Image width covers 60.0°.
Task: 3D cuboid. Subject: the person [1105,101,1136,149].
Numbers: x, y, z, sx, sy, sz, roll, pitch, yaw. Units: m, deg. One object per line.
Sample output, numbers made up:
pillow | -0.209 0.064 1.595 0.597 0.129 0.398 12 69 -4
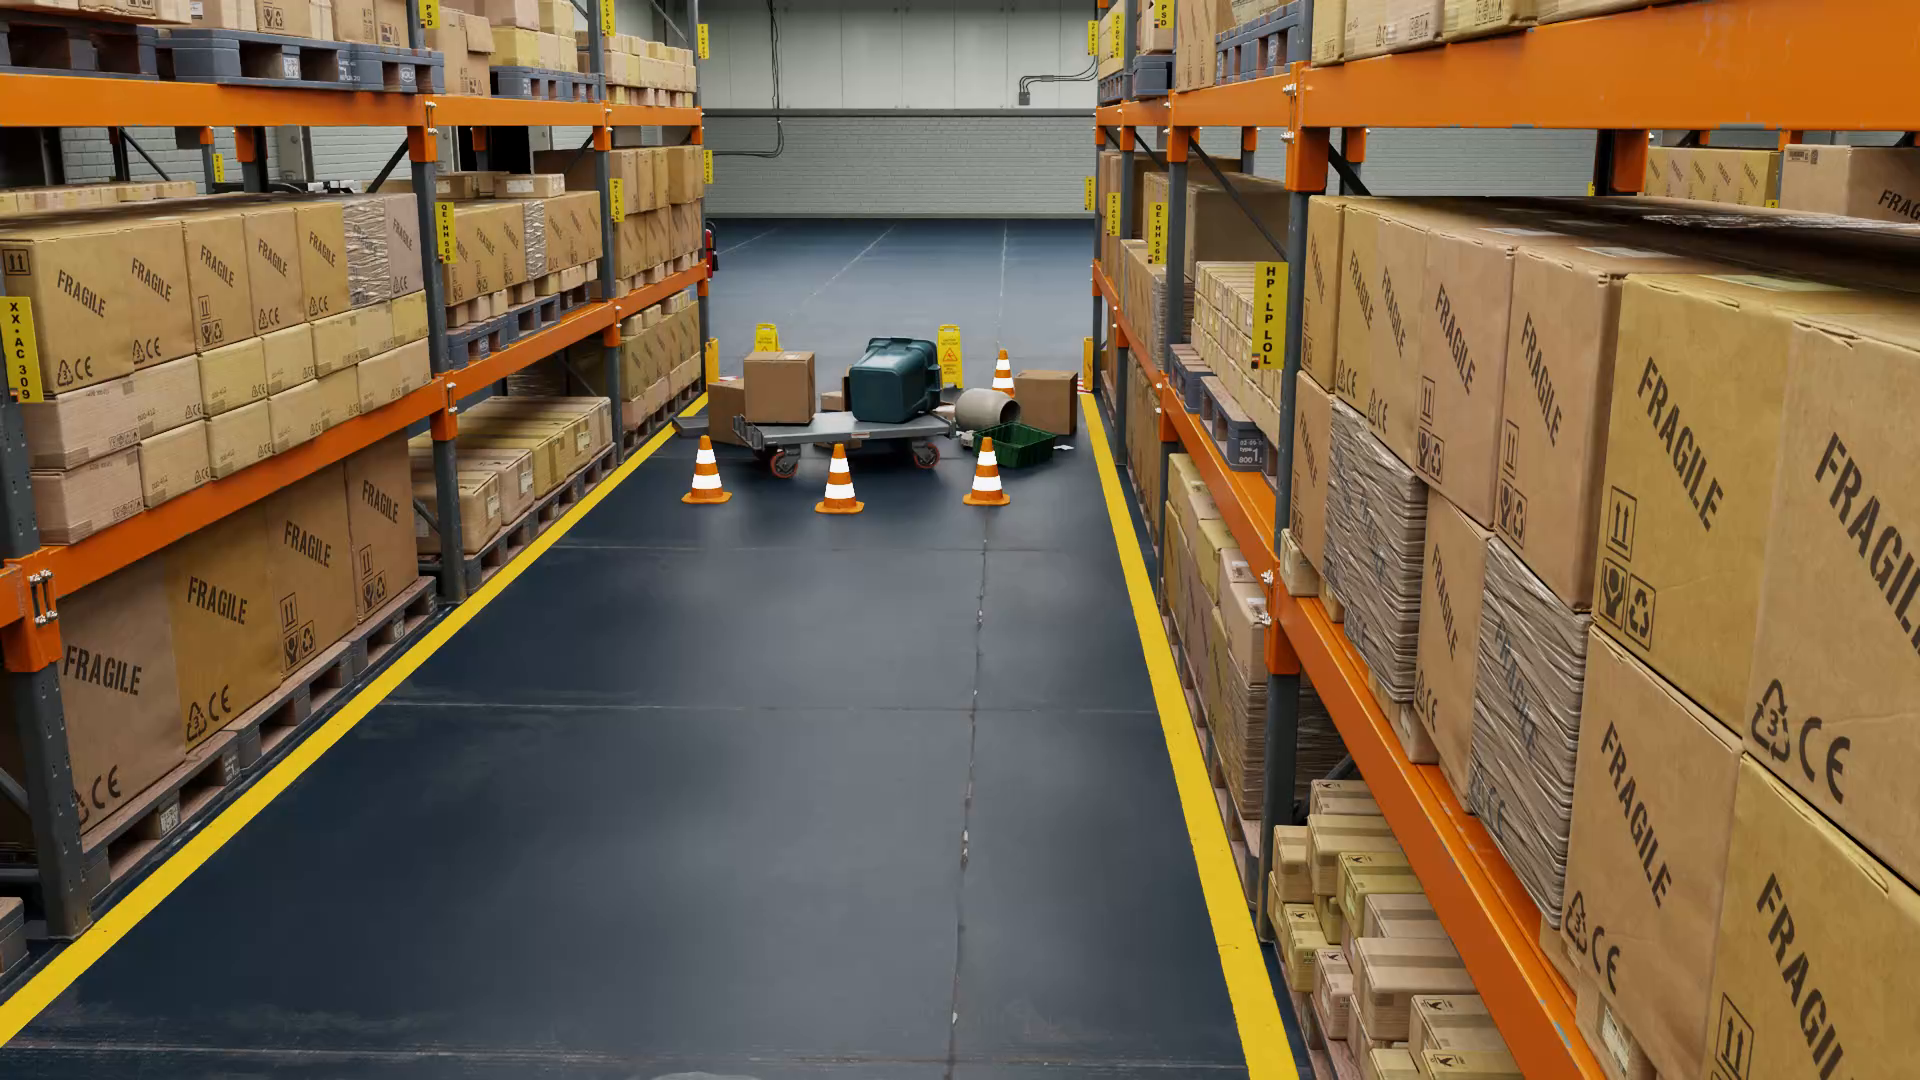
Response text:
person | -1.125 -0.918 6.251 7.140 2.342 21.391 -1 14 -4
